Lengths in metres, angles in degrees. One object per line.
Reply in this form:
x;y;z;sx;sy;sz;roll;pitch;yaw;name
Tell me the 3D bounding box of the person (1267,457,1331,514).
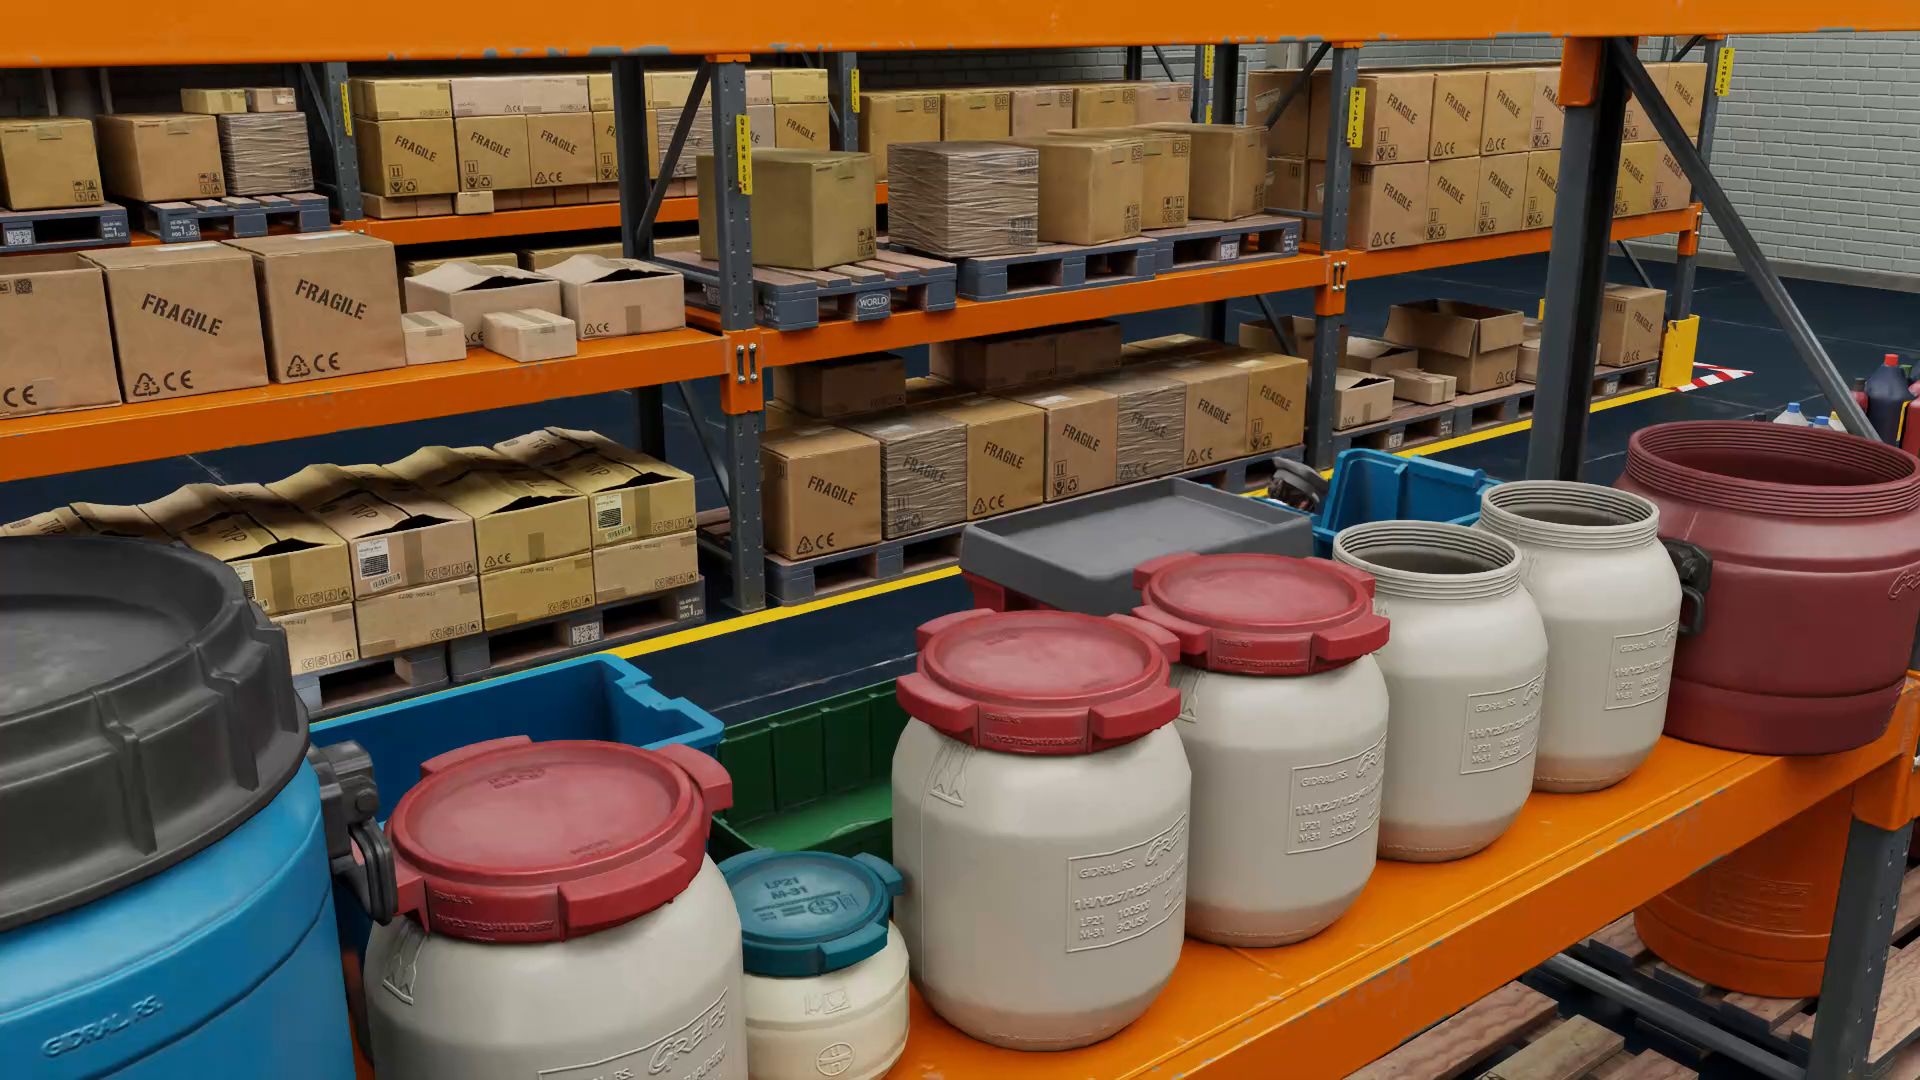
1.076;0.255;6.233;0.814;1.073;0.504;-14;22;-36;person
